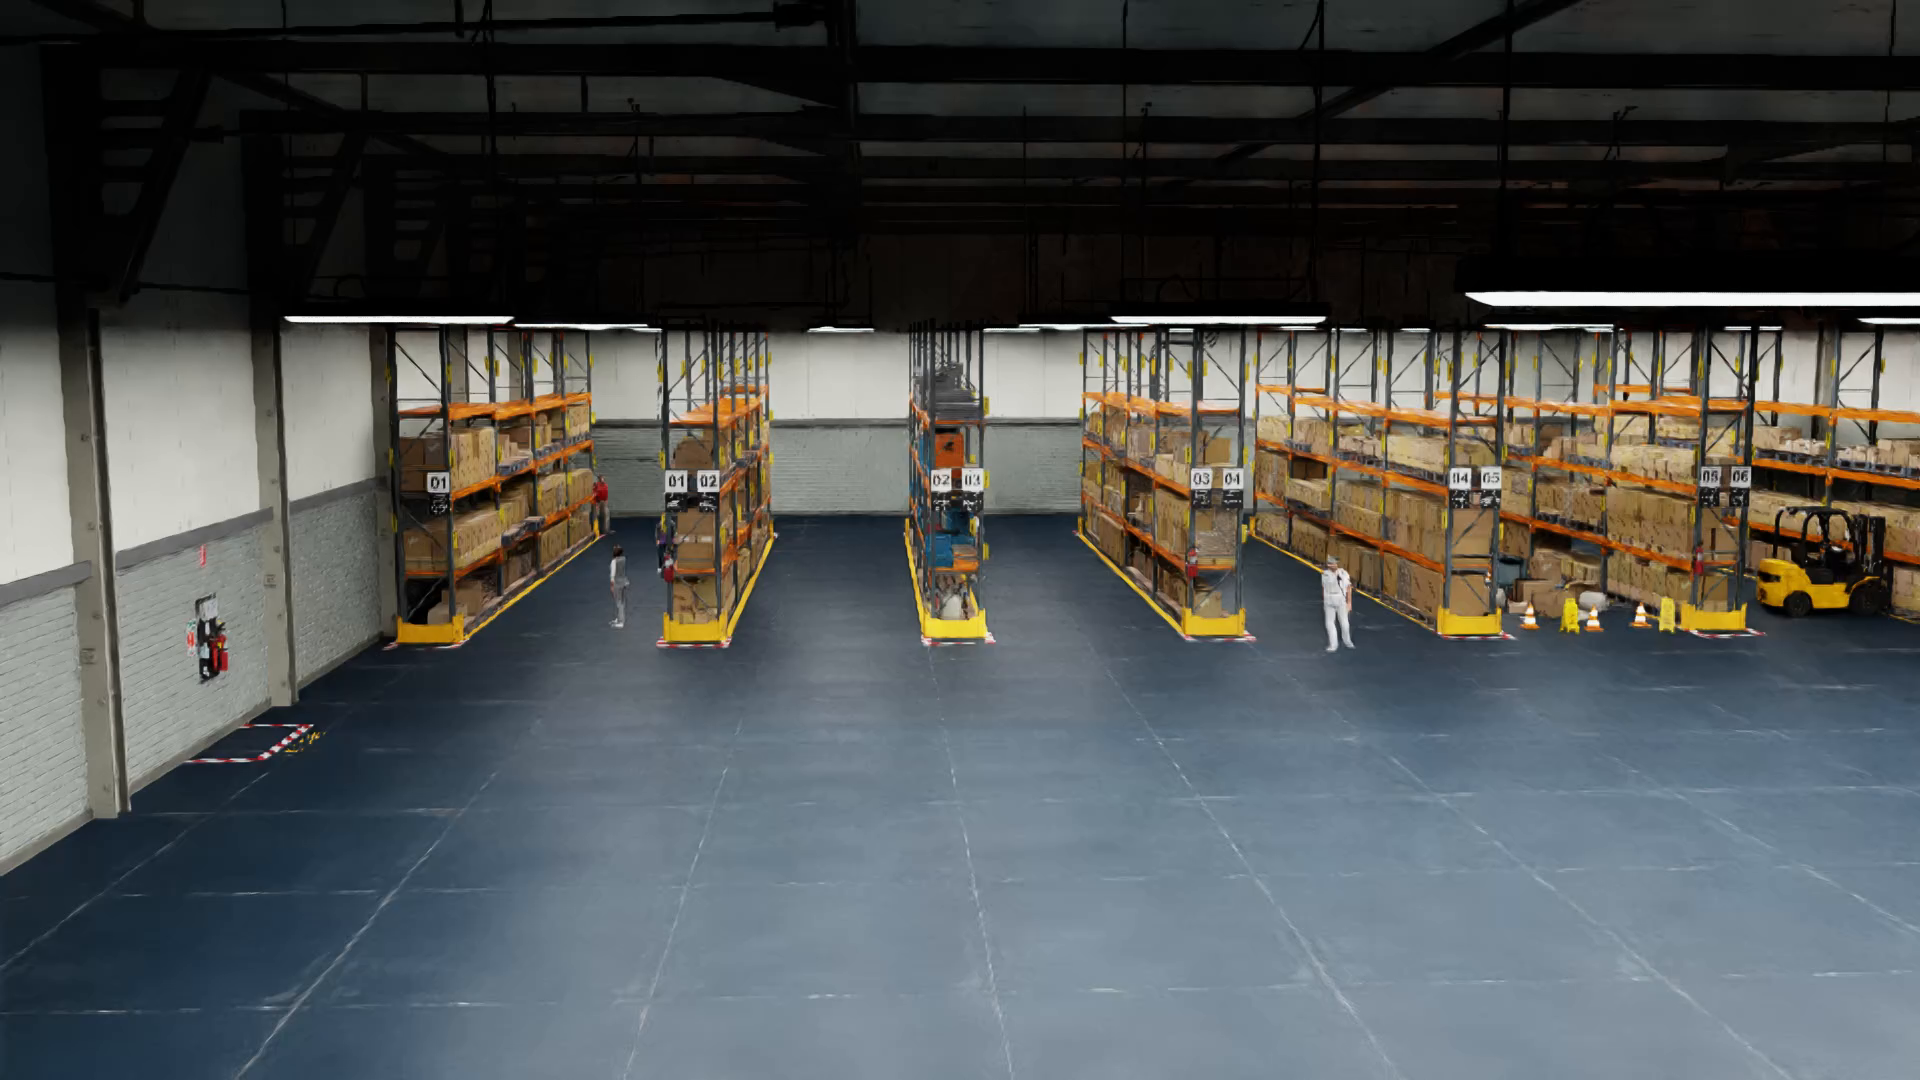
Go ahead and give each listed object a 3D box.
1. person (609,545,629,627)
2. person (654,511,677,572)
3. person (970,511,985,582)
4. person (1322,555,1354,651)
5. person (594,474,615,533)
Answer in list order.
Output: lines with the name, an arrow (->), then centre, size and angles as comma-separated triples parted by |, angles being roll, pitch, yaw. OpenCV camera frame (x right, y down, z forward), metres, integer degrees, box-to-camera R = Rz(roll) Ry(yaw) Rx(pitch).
person -> -6.725, 0.897, 32.665 | 0.449, 1.588, 0.467 | 4, 8, 28
person -> -7.034, 0.053, 39.811 | 0.566, 1.541, 0.519 | -1, 7, -6
person -> 0.326, 0.071, 36.752 | 0.399, 1.663, 0.608 | -3, 8, -22
person -> 6.884, 1.125, 30.284 | 0.593, 1.746, 0.579 | 5, 8, 33
person -> -10.371, -1.054, 47.999 | 0.581, 1.716, 0.630 | 6, 9, 38
